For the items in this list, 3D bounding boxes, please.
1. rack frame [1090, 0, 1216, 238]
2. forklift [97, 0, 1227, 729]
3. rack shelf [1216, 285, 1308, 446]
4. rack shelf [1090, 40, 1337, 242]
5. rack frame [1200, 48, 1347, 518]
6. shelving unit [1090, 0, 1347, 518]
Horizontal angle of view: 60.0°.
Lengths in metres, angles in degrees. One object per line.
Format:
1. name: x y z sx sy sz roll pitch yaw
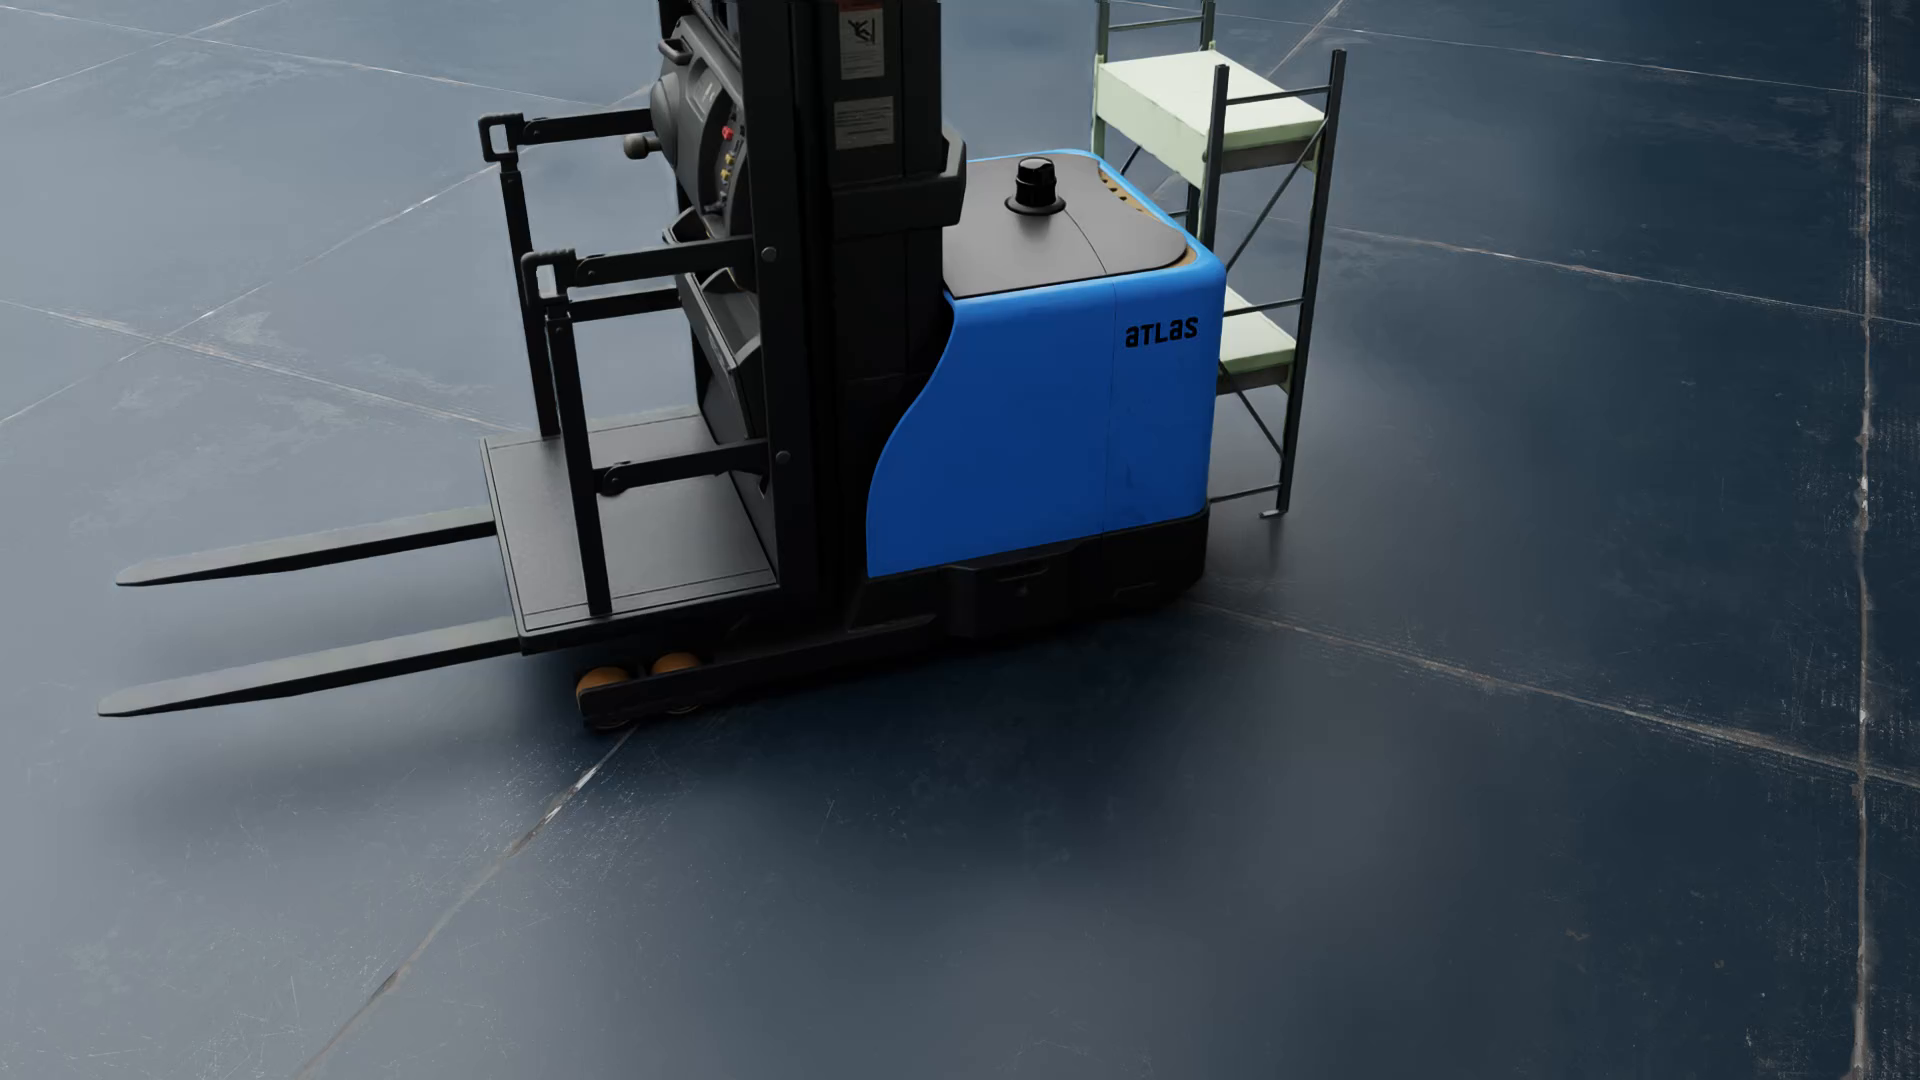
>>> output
1. rack frame: 0.604 -1.054 5.490 0.400 1.500 0.023 -12 35 -18
2. forklift: -0.843 -1.044 4.169 3.031 2.935 1.130 -11 35 -16
3. rack shelf: 0.738 -0.595 5.384 0.431 0.370 0.720 -12 35 -18
4. rack shelf: 0.738 -1.194 4.992 0.431 0.370 0.720 -12 35 -18
5. rack frame: 0.872 -0.681 4.921 0.400 1.500 0.023 -12 35 -18
6. shelving unit: 0.738 -0.868 5.206 0.431 1.500 0.755 -12 35 -18
